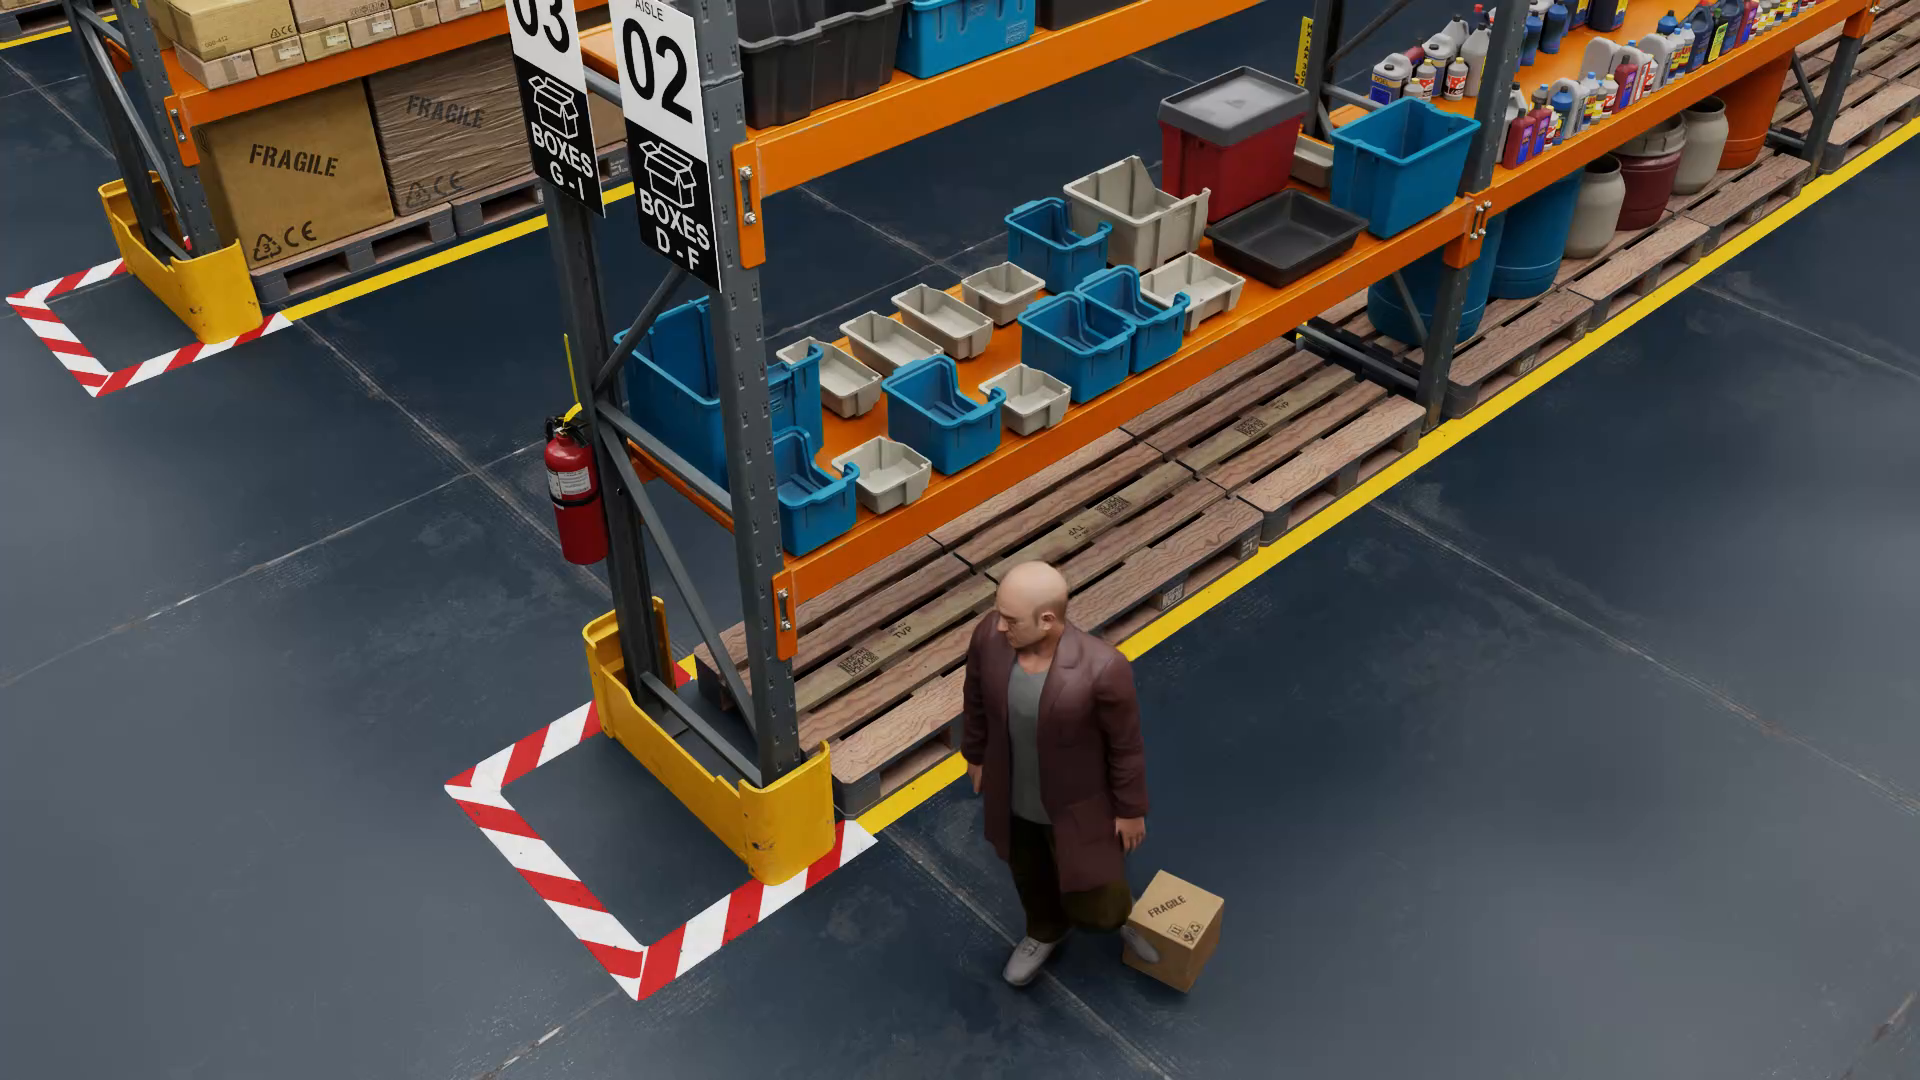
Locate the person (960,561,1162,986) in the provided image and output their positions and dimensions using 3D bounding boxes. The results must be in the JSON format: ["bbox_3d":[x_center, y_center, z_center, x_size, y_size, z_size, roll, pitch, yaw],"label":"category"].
[{"bbox_3d":[0.327,0.762,5.252,0.720,1.772,0.549,21,43,24],"label":"person"}]
